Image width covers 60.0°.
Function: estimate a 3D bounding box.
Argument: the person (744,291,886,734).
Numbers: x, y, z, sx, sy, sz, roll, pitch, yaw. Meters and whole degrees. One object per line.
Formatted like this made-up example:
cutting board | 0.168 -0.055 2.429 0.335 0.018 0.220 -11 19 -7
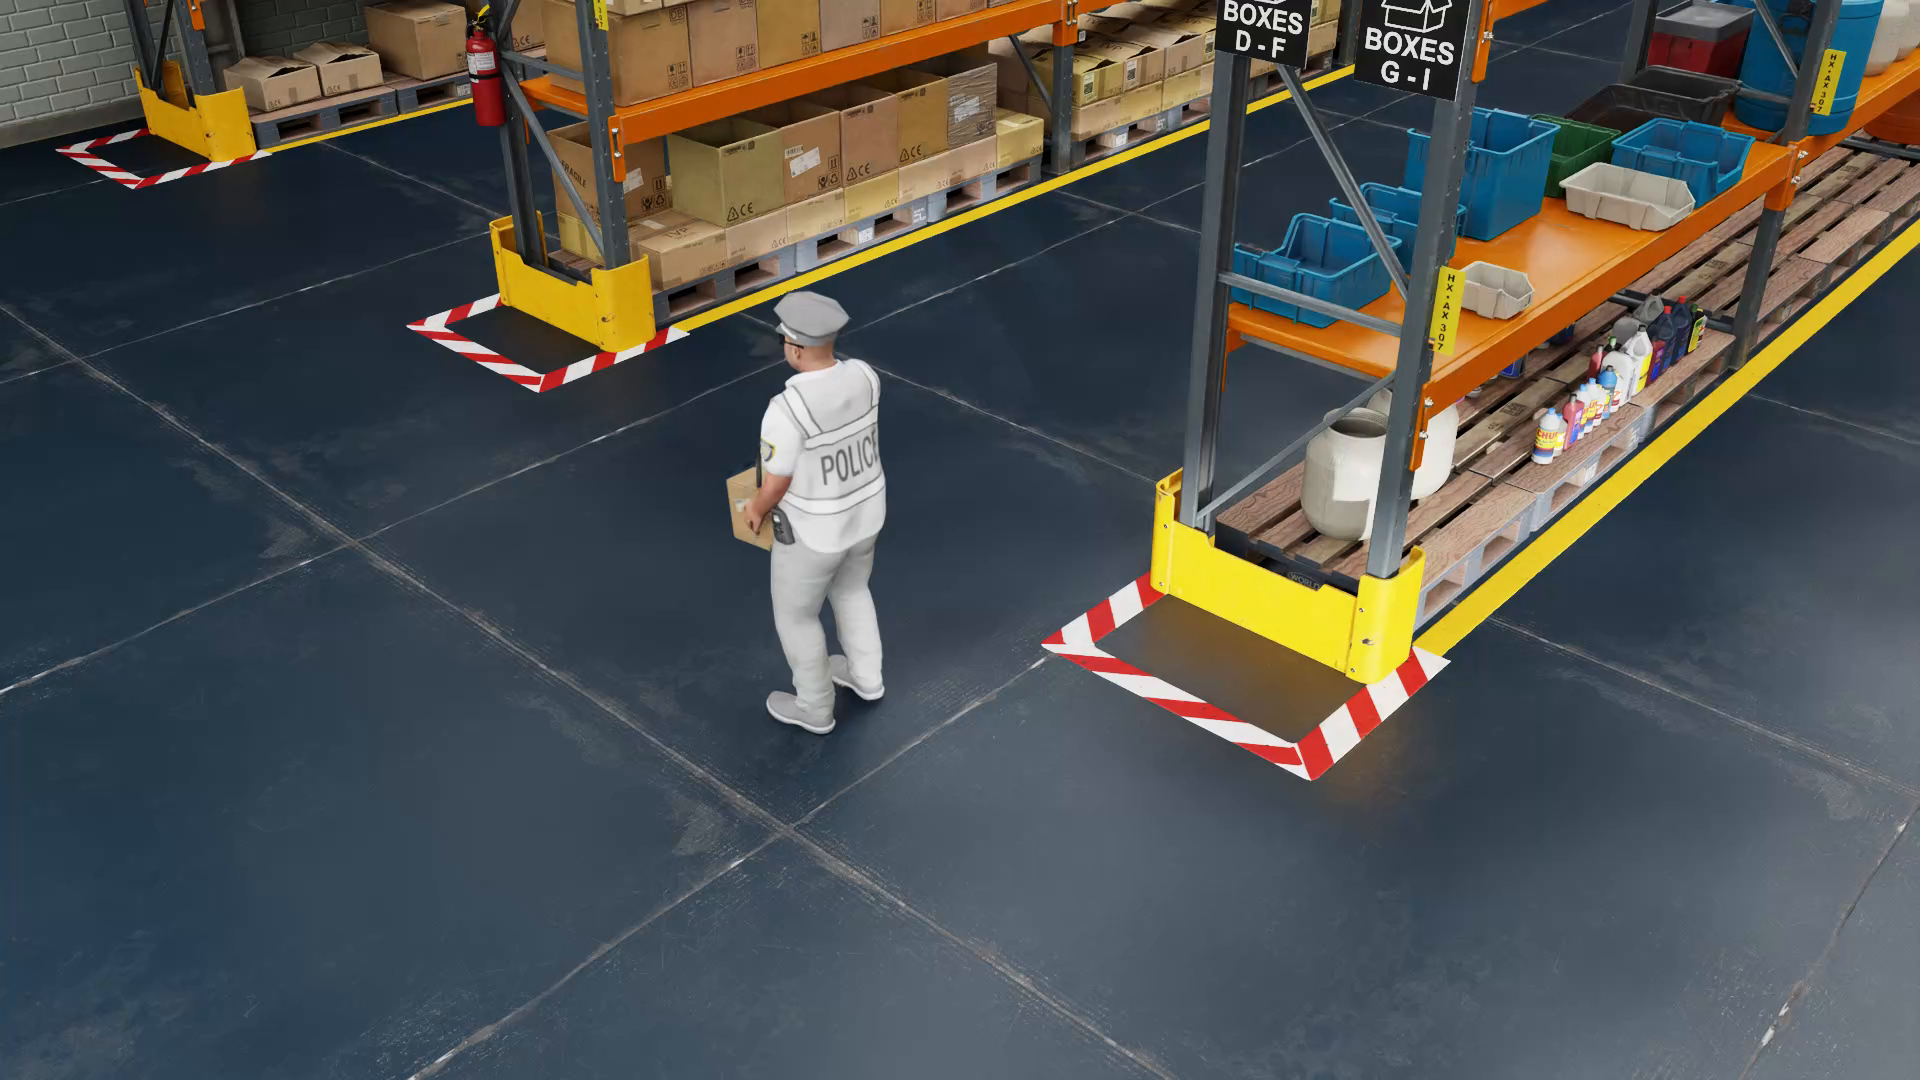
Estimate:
person | -0.544 -0.093 6.260 0.491 1.769 0.533 24 39 34
